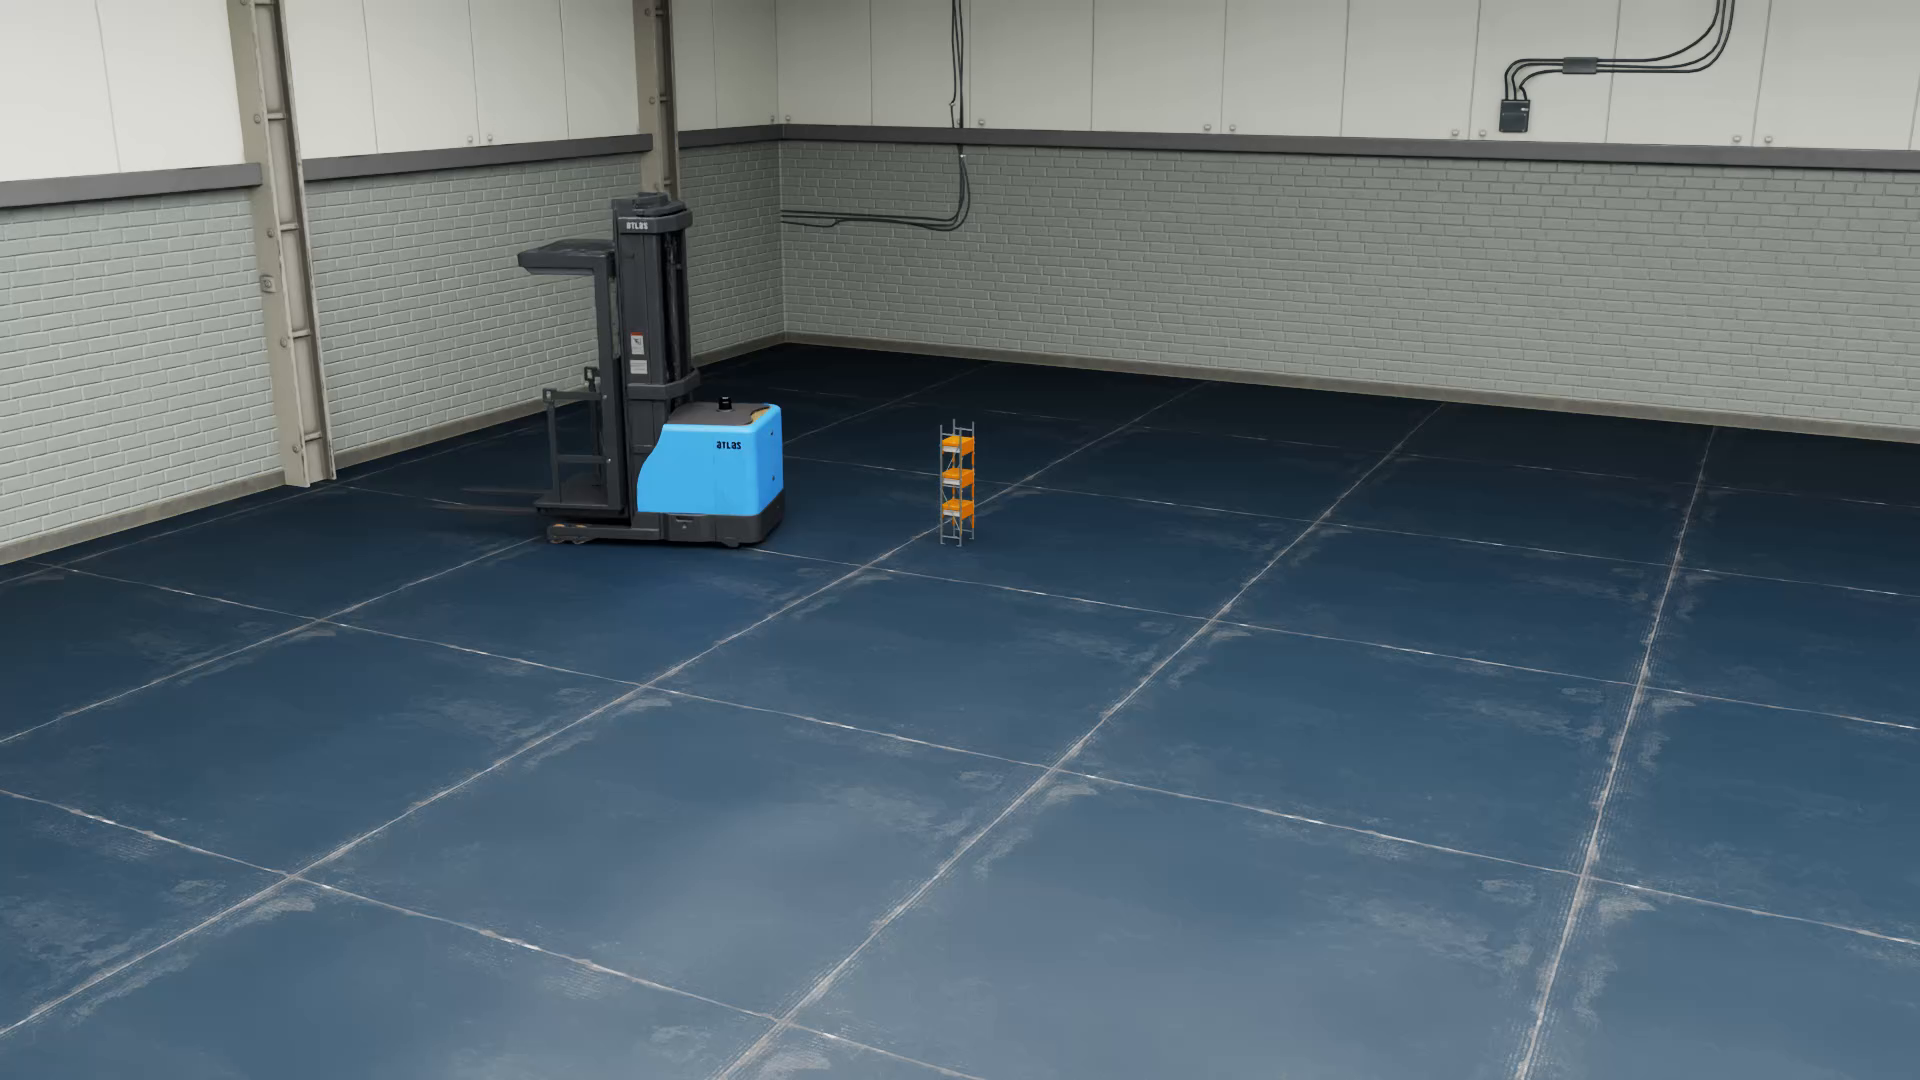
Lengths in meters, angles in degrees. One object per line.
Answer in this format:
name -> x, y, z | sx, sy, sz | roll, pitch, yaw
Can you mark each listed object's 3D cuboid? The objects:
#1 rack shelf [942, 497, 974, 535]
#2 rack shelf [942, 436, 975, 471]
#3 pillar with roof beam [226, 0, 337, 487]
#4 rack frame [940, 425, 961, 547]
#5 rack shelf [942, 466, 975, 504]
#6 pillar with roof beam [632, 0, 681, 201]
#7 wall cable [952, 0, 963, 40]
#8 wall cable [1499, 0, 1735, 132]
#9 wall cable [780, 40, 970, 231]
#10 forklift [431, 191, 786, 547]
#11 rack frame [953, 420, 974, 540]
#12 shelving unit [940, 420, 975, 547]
rack shelf -> -0.024, -0.213, 14.411 | 0.215, 0.259, 0.240 | 8, 18, 25
rack shelf -> -0.024, -0.752, 14.251 | 0.215, 0.259, 0.240 | 8, 18, 25
pillar with roof beam -> -2.591, -4.350, 13.366 | 9.100, 9.000, 0.400 | 8, 18, 25
rack frame -> -0.078, -0.459, 14.224 | 0.200, 1.050, 0.008 | 8, 18, 25
rack shelf -> -0.024, -0.479, 14.332 | 0.215, 0.259, 0.240 | 8, 18, 25
pillar with roof beam -> 0.090, -5.878, 18.511 | 9.100, 9.000, 0.400 | 8, 18, 25
wall cable -> 1.158, -7.597, 20.879 | 3.097, 2.526, 0.112 | 8, 18, 25
wall cable -> 7.224, -7.427, 17.751 | 2.305, 6.003, 0.169 | 8, 18, 25
wall cable -> -1.262, -5.520, 22.757 | 3.097, 2.526, 0.112 | 8, 18, 25
forklift -> -3.141, -1.514, 14.474 | 3.031, 2.935, 1.130 | 2, 17, 8
rack frame -> 0.031, -0.521, 14.434 | 0.200, 1.050, 0.008 | 8, 18, 25
shelving unit -> -0.024, -0.490, 14.329 | 0.215, 1.050, 0.252 | 8, 18, 25
